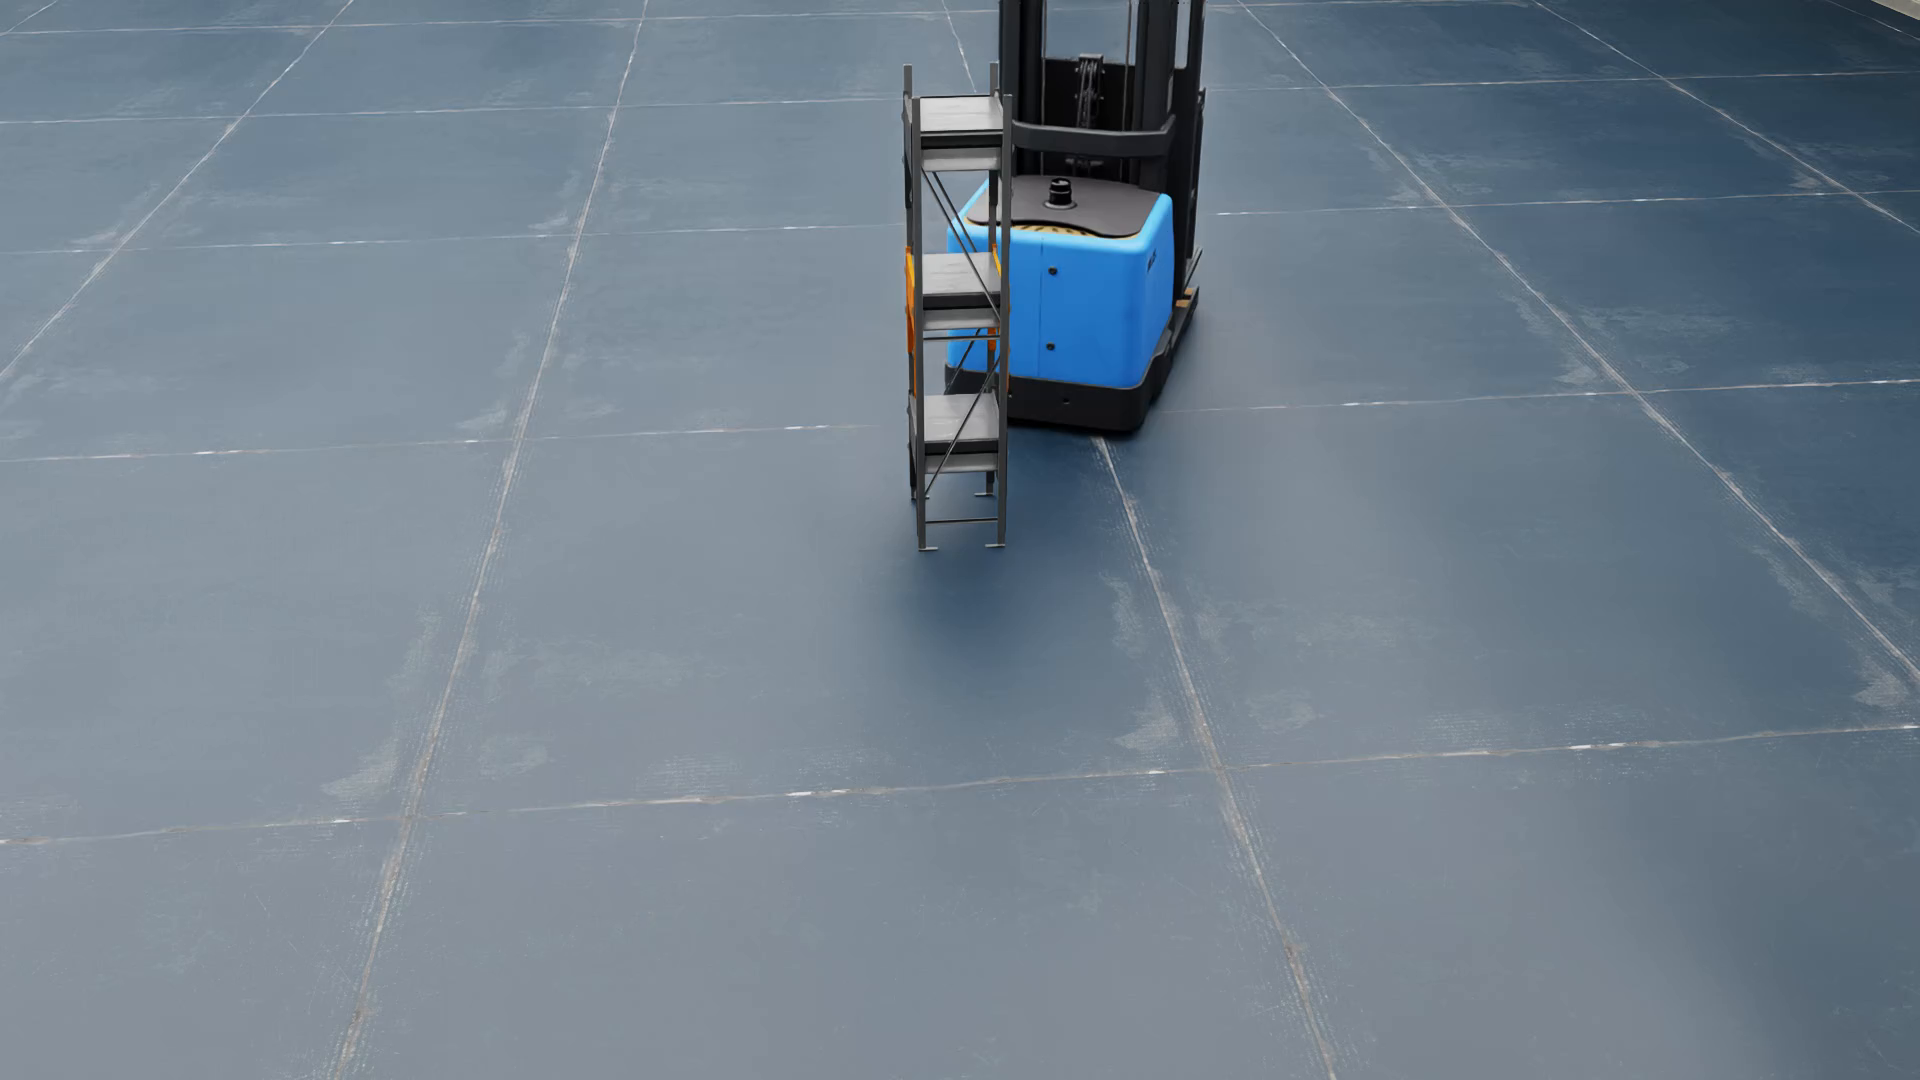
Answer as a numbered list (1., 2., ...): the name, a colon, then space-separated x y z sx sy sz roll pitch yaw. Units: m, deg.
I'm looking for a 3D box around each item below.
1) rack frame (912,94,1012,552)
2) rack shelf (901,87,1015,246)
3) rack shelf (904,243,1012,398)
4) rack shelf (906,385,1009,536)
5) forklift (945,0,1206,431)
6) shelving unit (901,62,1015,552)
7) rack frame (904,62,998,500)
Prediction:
1. rack frame: 0.007 -0.861 7.144 0.400 2.100 0.015 -3 31 -5
2. rack shelf: -0.015 -1.575 7.001 0.431 0.518 0.480 -3 31 -5
3. rack shelf: -0.015 -0.974 7.360 0.431 0.518 0.480 -3 31 -5
4. rack shelf: -0.015 -0.373 7.719 0.431 0.518 0.480 -3 31 -5
5. forklift: 0.812 -2.564 9.184 1.130 2.935 3.031 8 32 14
6. shelving unit: -0.015 -0.986 7.353 0.431 2.100 0.503 -3 31 -5
7. rack frame: -0.038 -1.111 7.562 0.400 2.100 0.015 -3 31 -5
